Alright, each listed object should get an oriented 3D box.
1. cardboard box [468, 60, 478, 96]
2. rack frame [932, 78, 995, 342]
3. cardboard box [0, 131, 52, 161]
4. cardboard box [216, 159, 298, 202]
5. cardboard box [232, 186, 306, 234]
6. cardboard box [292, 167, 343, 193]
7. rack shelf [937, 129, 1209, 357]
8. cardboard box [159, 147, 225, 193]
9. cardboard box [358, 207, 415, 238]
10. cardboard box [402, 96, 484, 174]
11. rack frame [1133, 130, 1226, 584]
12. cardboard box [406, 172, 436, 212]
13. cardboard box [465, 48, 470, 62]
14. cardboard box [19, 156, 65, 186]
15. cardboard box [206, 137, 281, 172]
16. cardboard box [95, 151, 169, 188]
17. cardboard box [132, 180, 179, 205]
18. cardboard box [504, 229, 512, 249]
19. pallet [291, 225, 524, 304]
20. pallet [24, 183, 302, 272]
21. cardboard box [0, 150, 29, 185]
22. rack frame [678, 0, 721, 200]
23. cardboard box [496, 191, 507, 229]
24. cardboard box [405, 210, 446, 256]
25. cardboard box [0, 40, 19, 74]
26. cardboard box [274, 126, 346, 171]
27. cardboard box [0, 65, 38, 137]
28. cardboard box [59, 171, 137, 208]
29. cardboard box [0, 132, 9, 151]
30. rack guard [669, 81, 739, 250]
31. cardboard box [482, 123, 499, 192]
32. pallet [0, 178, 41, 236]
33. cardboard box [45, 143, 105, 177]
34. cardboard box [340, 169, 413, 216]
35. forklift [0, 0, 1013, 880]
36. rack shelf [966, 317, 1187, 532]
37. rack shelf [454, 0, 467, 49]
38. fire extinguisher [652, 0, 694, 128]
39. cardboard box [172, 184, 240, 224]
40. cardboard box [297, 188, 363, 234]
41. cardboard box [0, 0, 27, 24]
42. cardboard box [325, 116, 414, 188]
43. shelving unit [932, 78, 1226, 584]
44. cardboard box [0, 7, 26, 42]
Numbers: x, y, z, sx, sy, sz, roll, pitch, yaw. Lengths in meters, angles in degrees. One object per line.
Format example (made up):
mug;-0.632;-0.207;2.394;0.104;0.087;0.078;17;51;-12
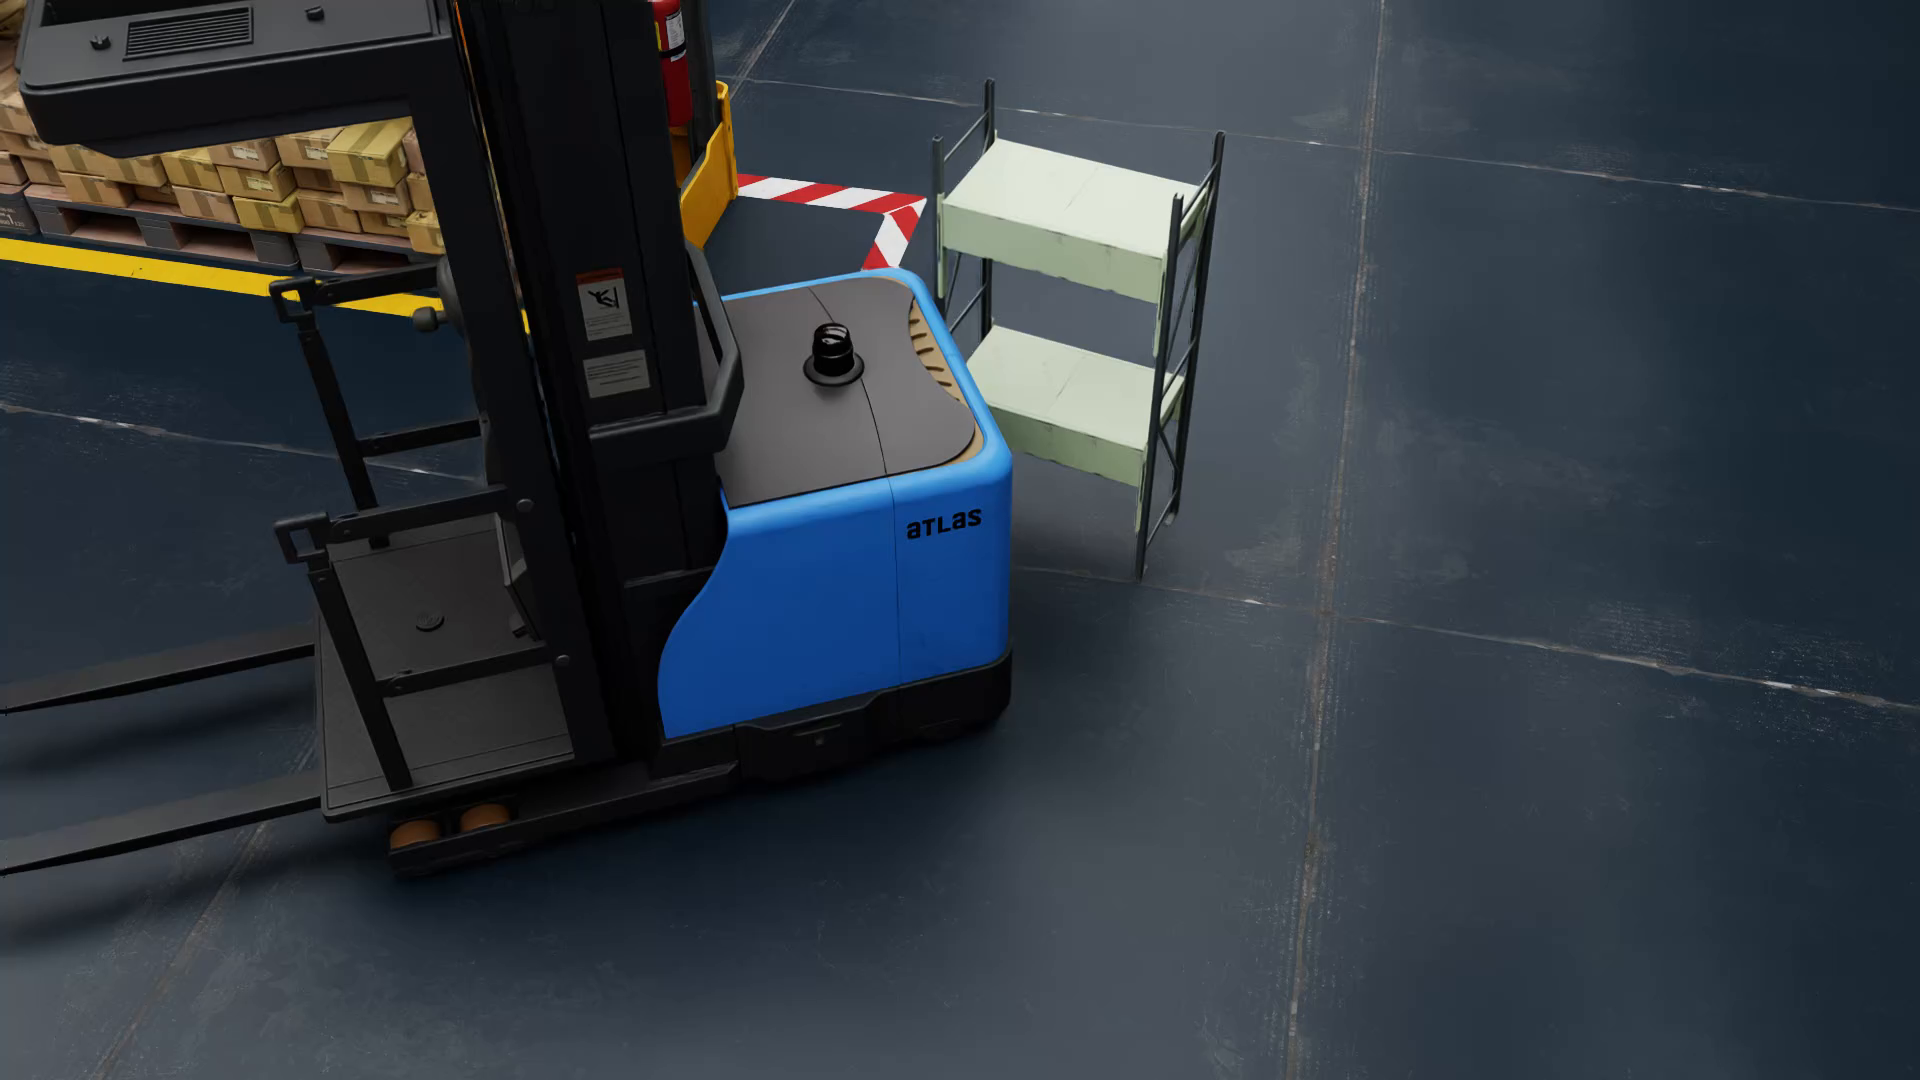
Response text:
cardboard box;-1.919;-1.885;6.869;0.250;0.149;0.380;10;45;10
rack frame;0.013;-0.734;5.431;0.023;1.500;0.400;18;47;18
cardboard box;-3.768;-1.752;6.946;0.250;0.149;0.380;11;45;11
cardboard box;-2.779;-1.542;6.728;0.250;0.149;0.380;9;45;10
cardboard box;-2.764;-1.433;6.829;0.250;0.149;0.380;7;44;7
cardboard box;-2.511;-1.583;6.770;0.250;0.149;0.380;8;45;9
rack shelf;0.345;-0.909;5.050;0.720;0.370;0.431;18;47;18
cardboard box;-3.025;-1.593;6.781;0.250;0.149;0.380;11;45;11
cardboard box;-2.258;-1.408;6.803;0.250;0.149;0.380;9;45;9
cardboard box;-1.991;-1.601;6.574;0.250;0.149;0.380;10;45;10
rack frame;0.677;-0.521;5.210;0.023;1.500;0.400;18;47;18
cardboard box;-2.007;-1.471;6.654;0.250;0.149;0.380;8;44;8
cardboard box;-2.137;-2.010;6.999;0.250;0.149;0.380;9;45;9
cardboard box;-3.762;-1.670;7.075;0.250;0.149;0.380;7;44;7
cardboard box;-2.784;-1.639;6.614;0.250;0.149;0.380;10;45;11
cardboard box;-3.300;-1.616;6.805;0.250;0.149;0.380;9;45;9
cardboard box;-3.257;-1.577;6.978;0.250;0.149;0.380;10;45;10
cardboard box;-1.745;-1.340;6.732;0.250;0.149;0.380;10;45;10
pallet;-2.045;-1.431;7.084;1.213;0.211;1.003;9;45;9
pallet;-3.232;-1.617;7.278;1.213;0.211;1.003;9;45;9
cardboard box;-4.032;-1.687;7.092;0.250;0.149;0.380;8;44;8
rack frame;-1.186;-2.277;5.952;0.127;3.000;1.000;9;45;9
cardboard box;-1.764;-1.395;6.575;0.250;0.149;0.380;8;44;8
cardboard box;-2.019;-1.310;6.701;0.250;0.149;0.380;10;45;10
cardboard box;-4.026;-1.918;6.903;0.250;0.149;0.380;8;44;8
cardboard box;-2.510;-1.636;6.611;0.250;0.149;0.380;7;44;7
cardboard box;-3.795;-1.824;6.806;0.250;0.149;0.380;10;45;10
cardboard box;-3.529;-1.565;6.966;0.250;0.149;0.380;8;44;8
cardboard box;-4.031;-1.809;7.005;0.250;0.149;0.380;7;44;7
rack guard;-1.260;-1.388;6.831;0.348;0.500;1.175;9;45;9
cardboard box;-1.758;-1.524;6.494;0.250;0.149;0.380;9;45;10
pallet;-4.427;-1.800;7.468;1.213;0.211;1.003;9;45;9
cardboard box;-3.535;-1.671;6.861;0.250;0.149;0.380;9;45;9
cardboard box;-2.271;-1.472;6.655;0.250;0.149;0.380;7;44;7
forklift;-1.419;-0.511;4.167;3.031;2.935;1.130;-12;45;-12
rack shelf;0.345;-0.393;5.547;0.720;0.370;0.431;18;47;18
rack shelf;-3.138;-2.320;6.517;4.000;0.370;1.077;9;45;9
fire extinguisher;-1.041;-1.764;5.744;0.183;0.674;0.296;9;45;9
cardboard box;-3.026;-1.488;6.886;0.250;0.149;0.380;10;45;10
cardboard box;-2.501;-1.437;6.833;0.250;0.149;0.380;9;45;9
cardboard box;-4.183;-2.299;7.299;0.250;0.149;0.380;8;45;9
cardboard box;-2.271;-1.554;6.526;0.250;0.149;0.380;8;44;8
shelving unit;0.345;-0.628;5.321;0.755;1.500;0.431;18;47;18
cardboard box;-3.947;-2.206;7.203;0.250;0.149;0.380;10;45;10
